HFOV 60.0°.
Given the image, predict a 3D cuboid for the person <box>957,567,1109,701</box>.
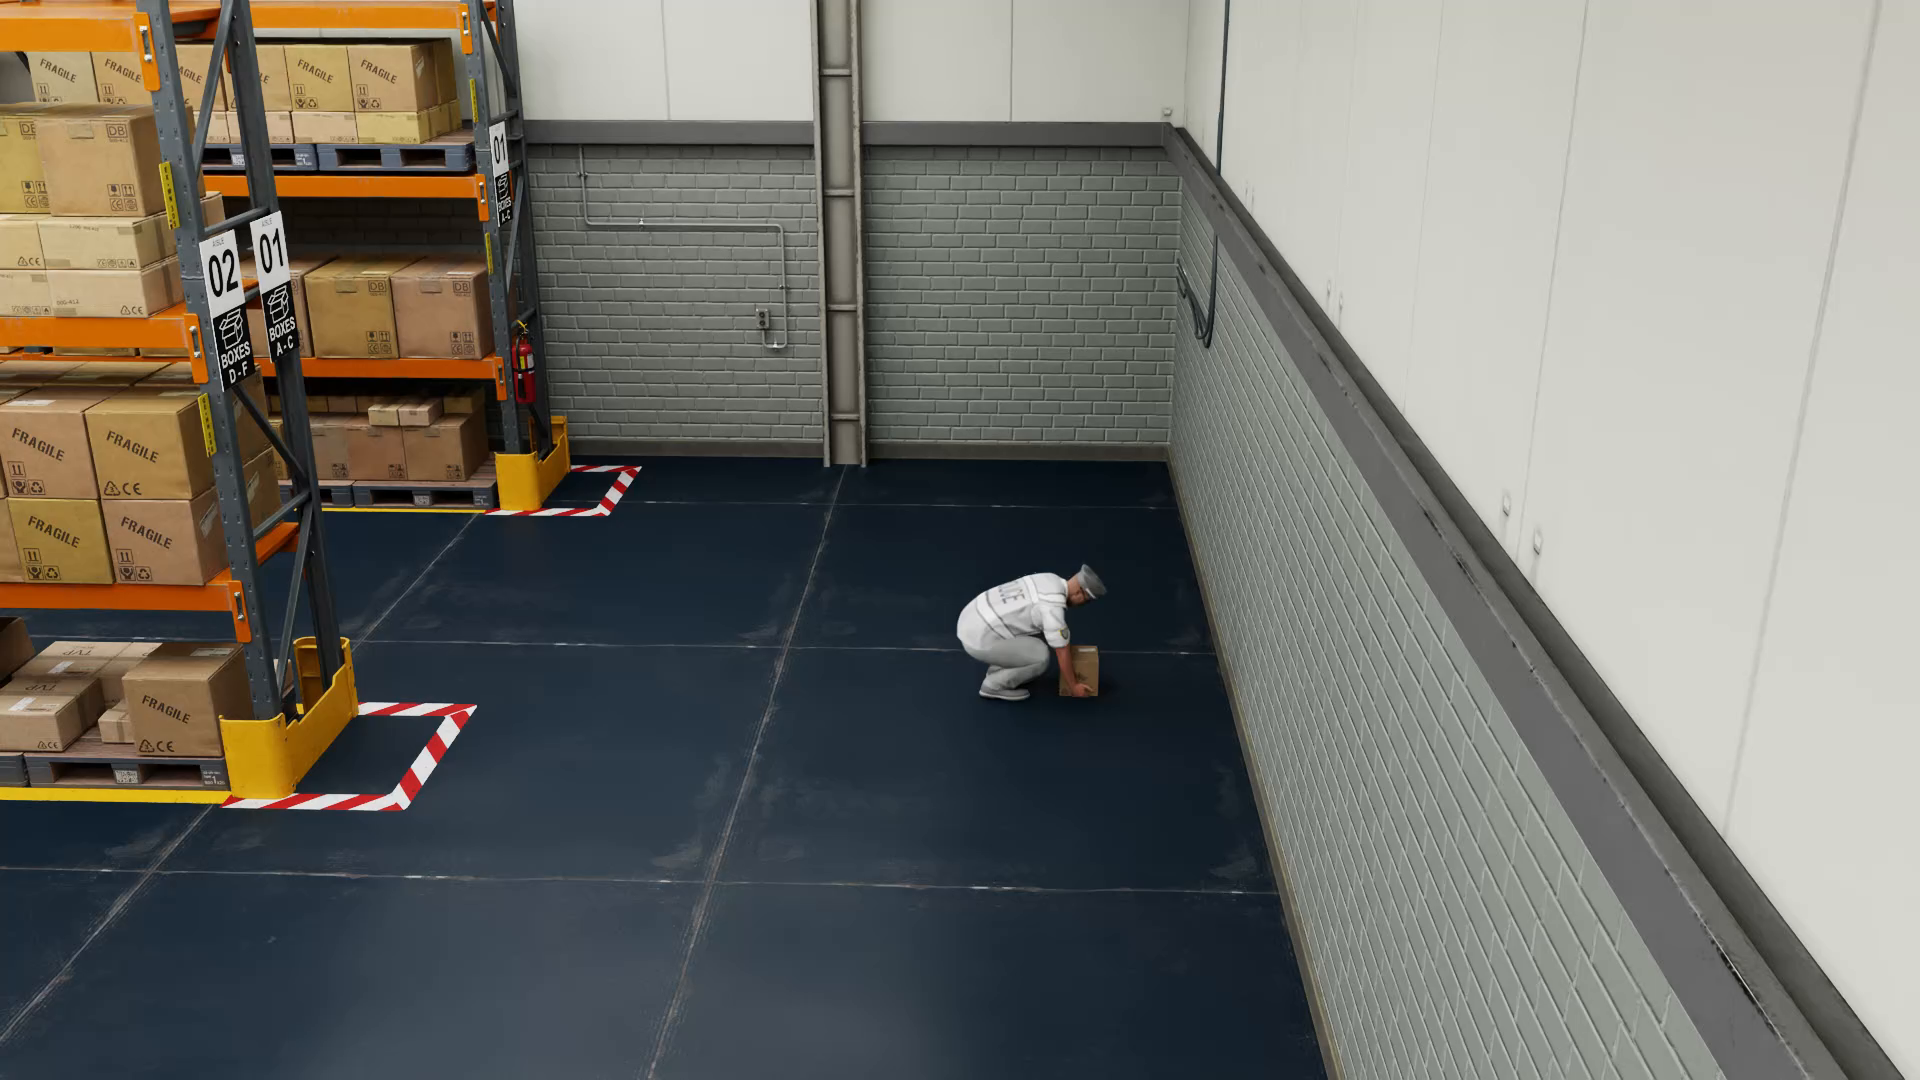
[{"bbox_3d":[0.474,0.626,10.837,0.983,0.896,0.548,1,21,1],"label":"person"}]
